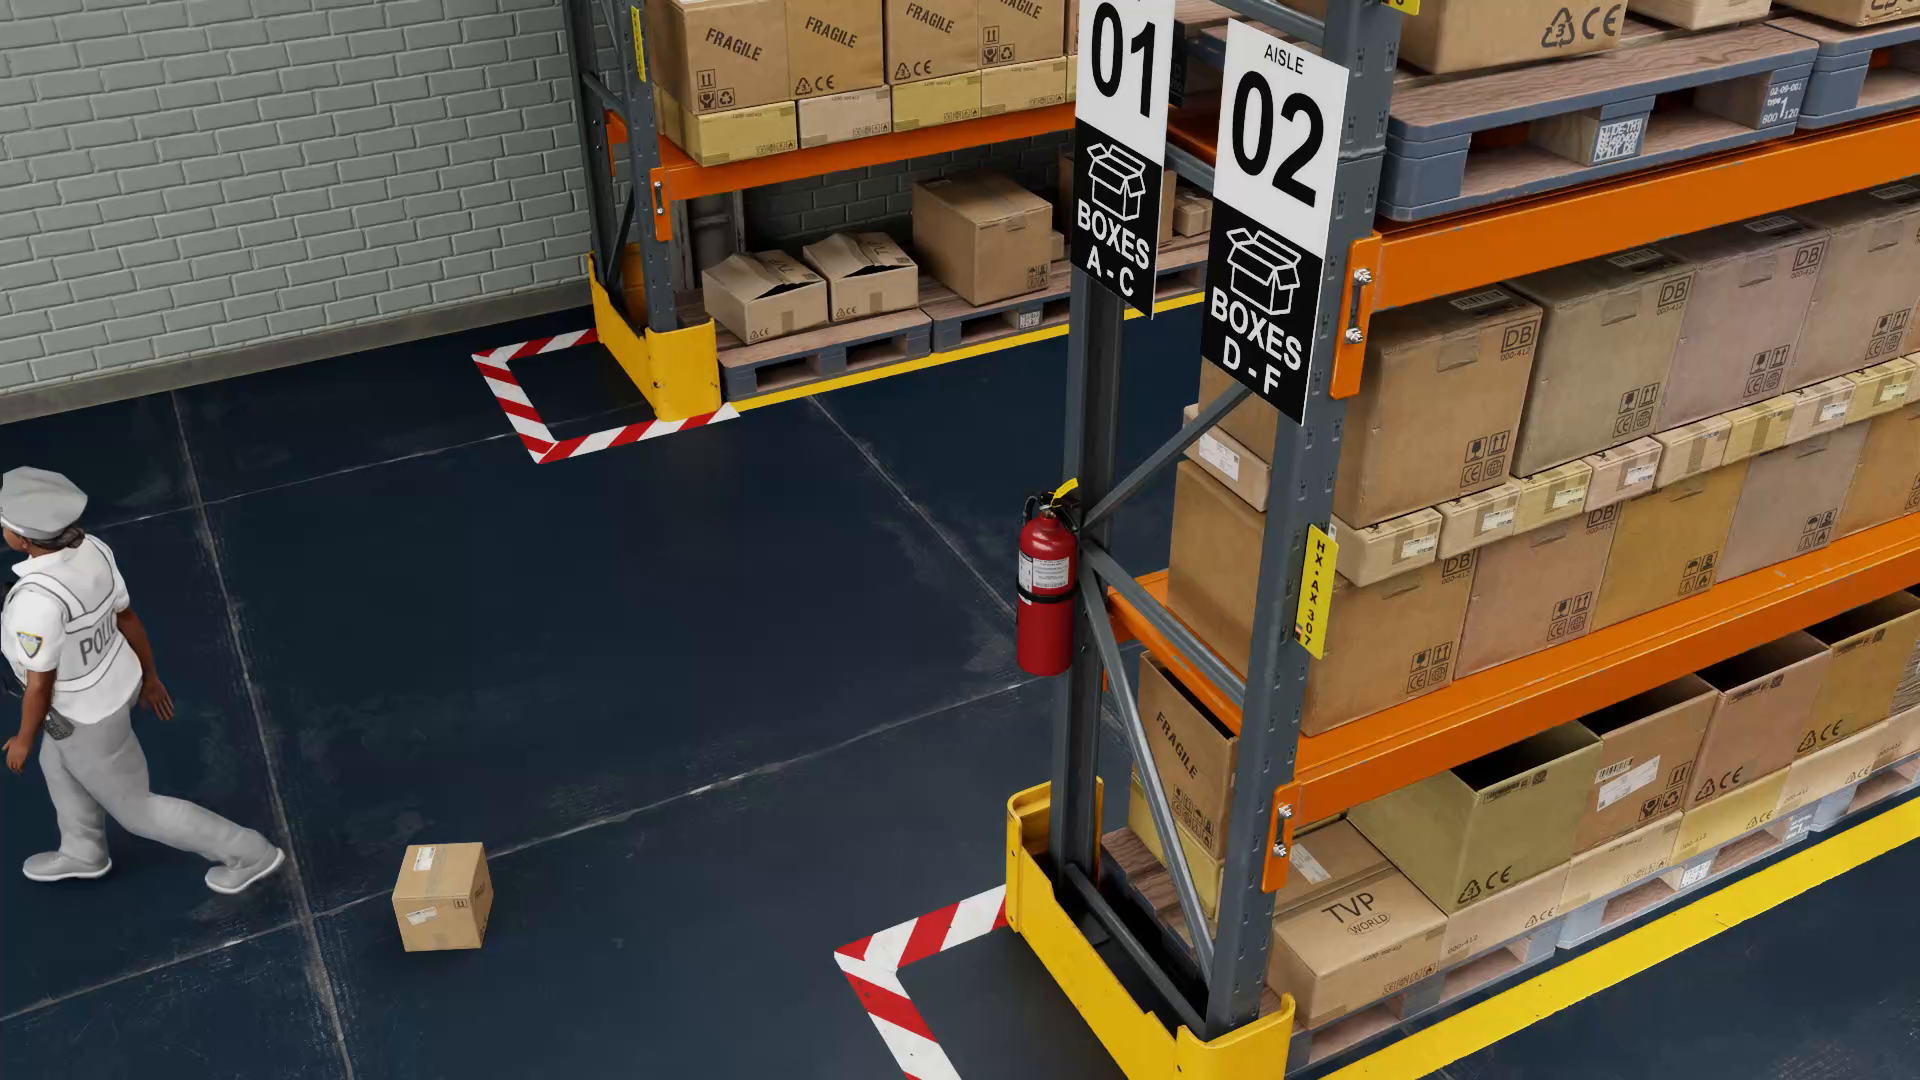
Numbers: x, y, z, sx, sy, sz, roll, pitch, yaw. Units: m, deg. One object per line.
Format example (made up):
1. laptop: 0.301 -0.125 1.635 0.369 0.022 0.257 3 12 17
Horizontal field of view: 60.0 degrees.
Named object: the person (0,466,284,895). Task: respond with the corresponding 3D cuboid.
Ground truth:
1. person: -2.784 0.504 5.328 0.957 1.642 0.441 -3 33 -4
